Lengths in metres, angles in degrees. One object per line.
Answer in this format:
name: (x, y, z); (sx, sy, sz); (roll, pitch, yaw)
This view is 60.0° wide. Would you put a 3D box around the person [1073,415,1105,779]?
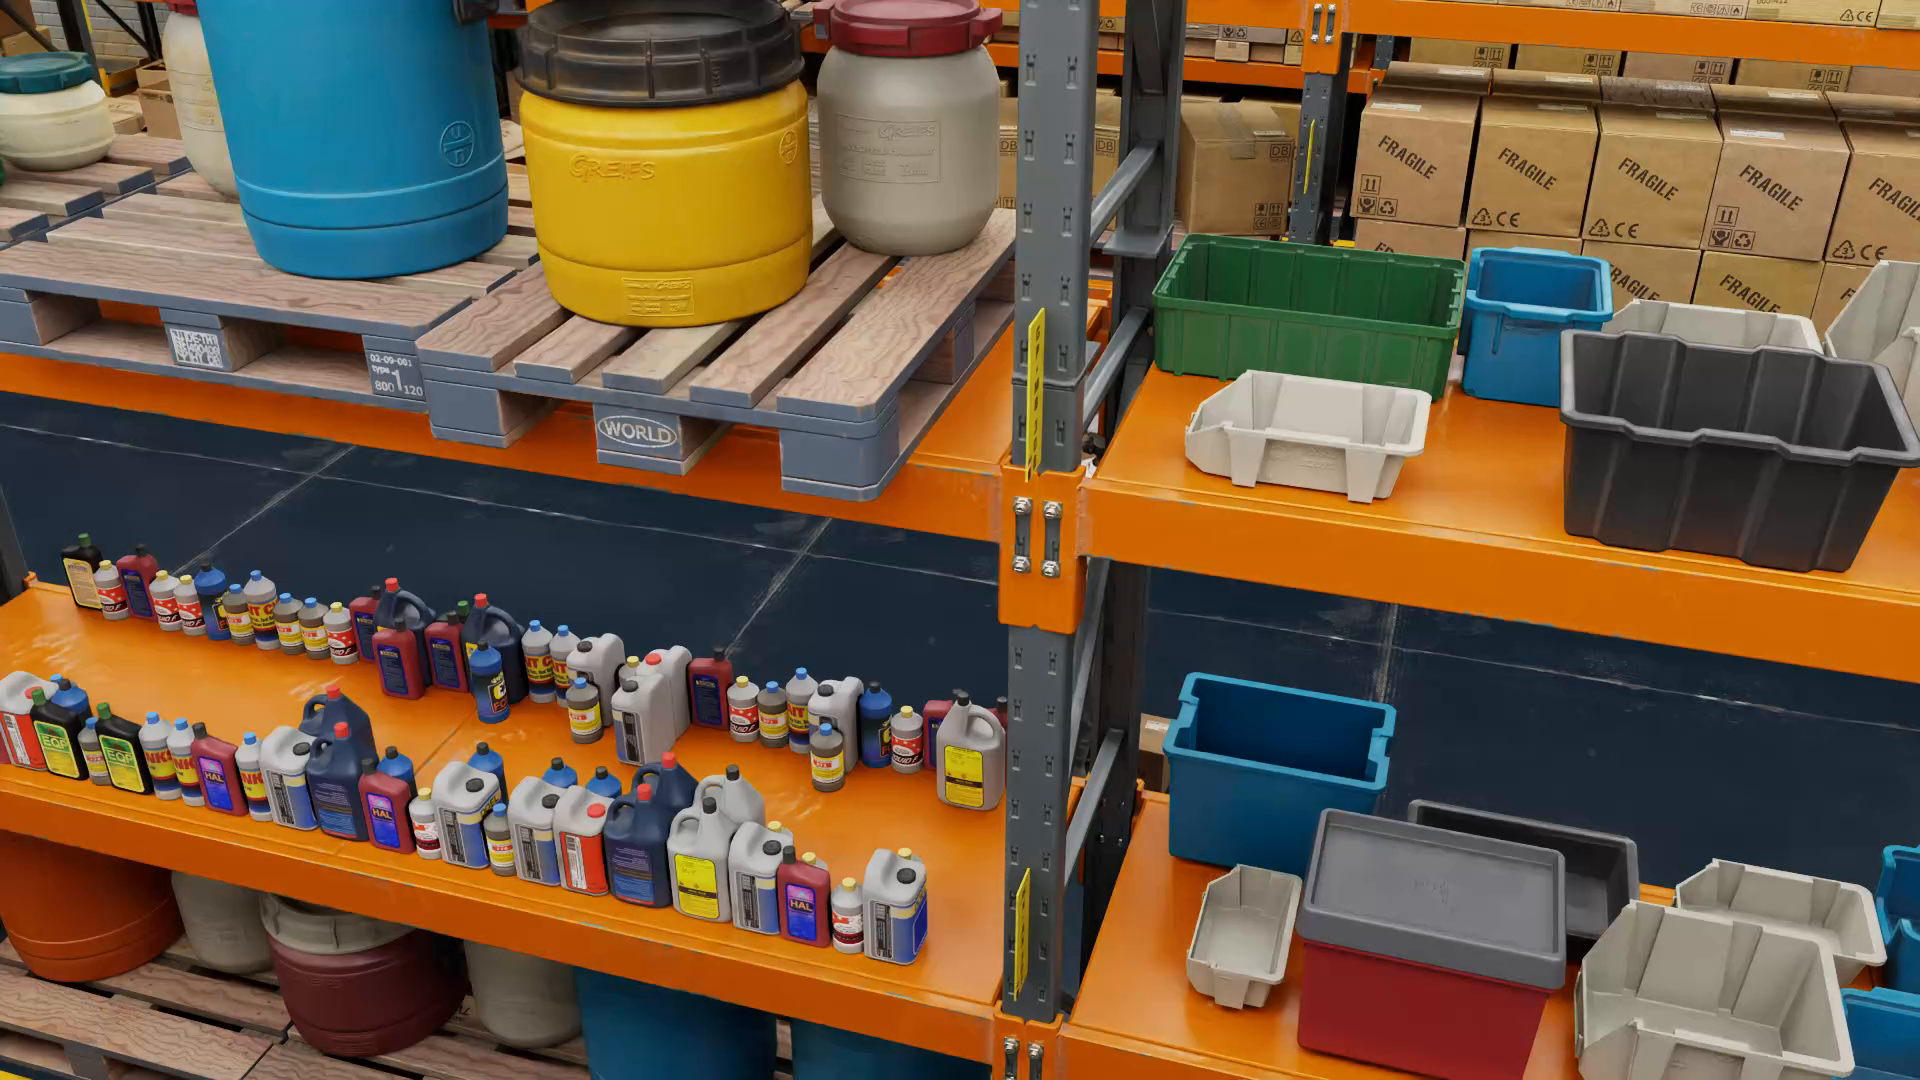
person: (0.542, 0.261, 6.665); (0.416, 1.657, 0.512); (8, 30, 14)
